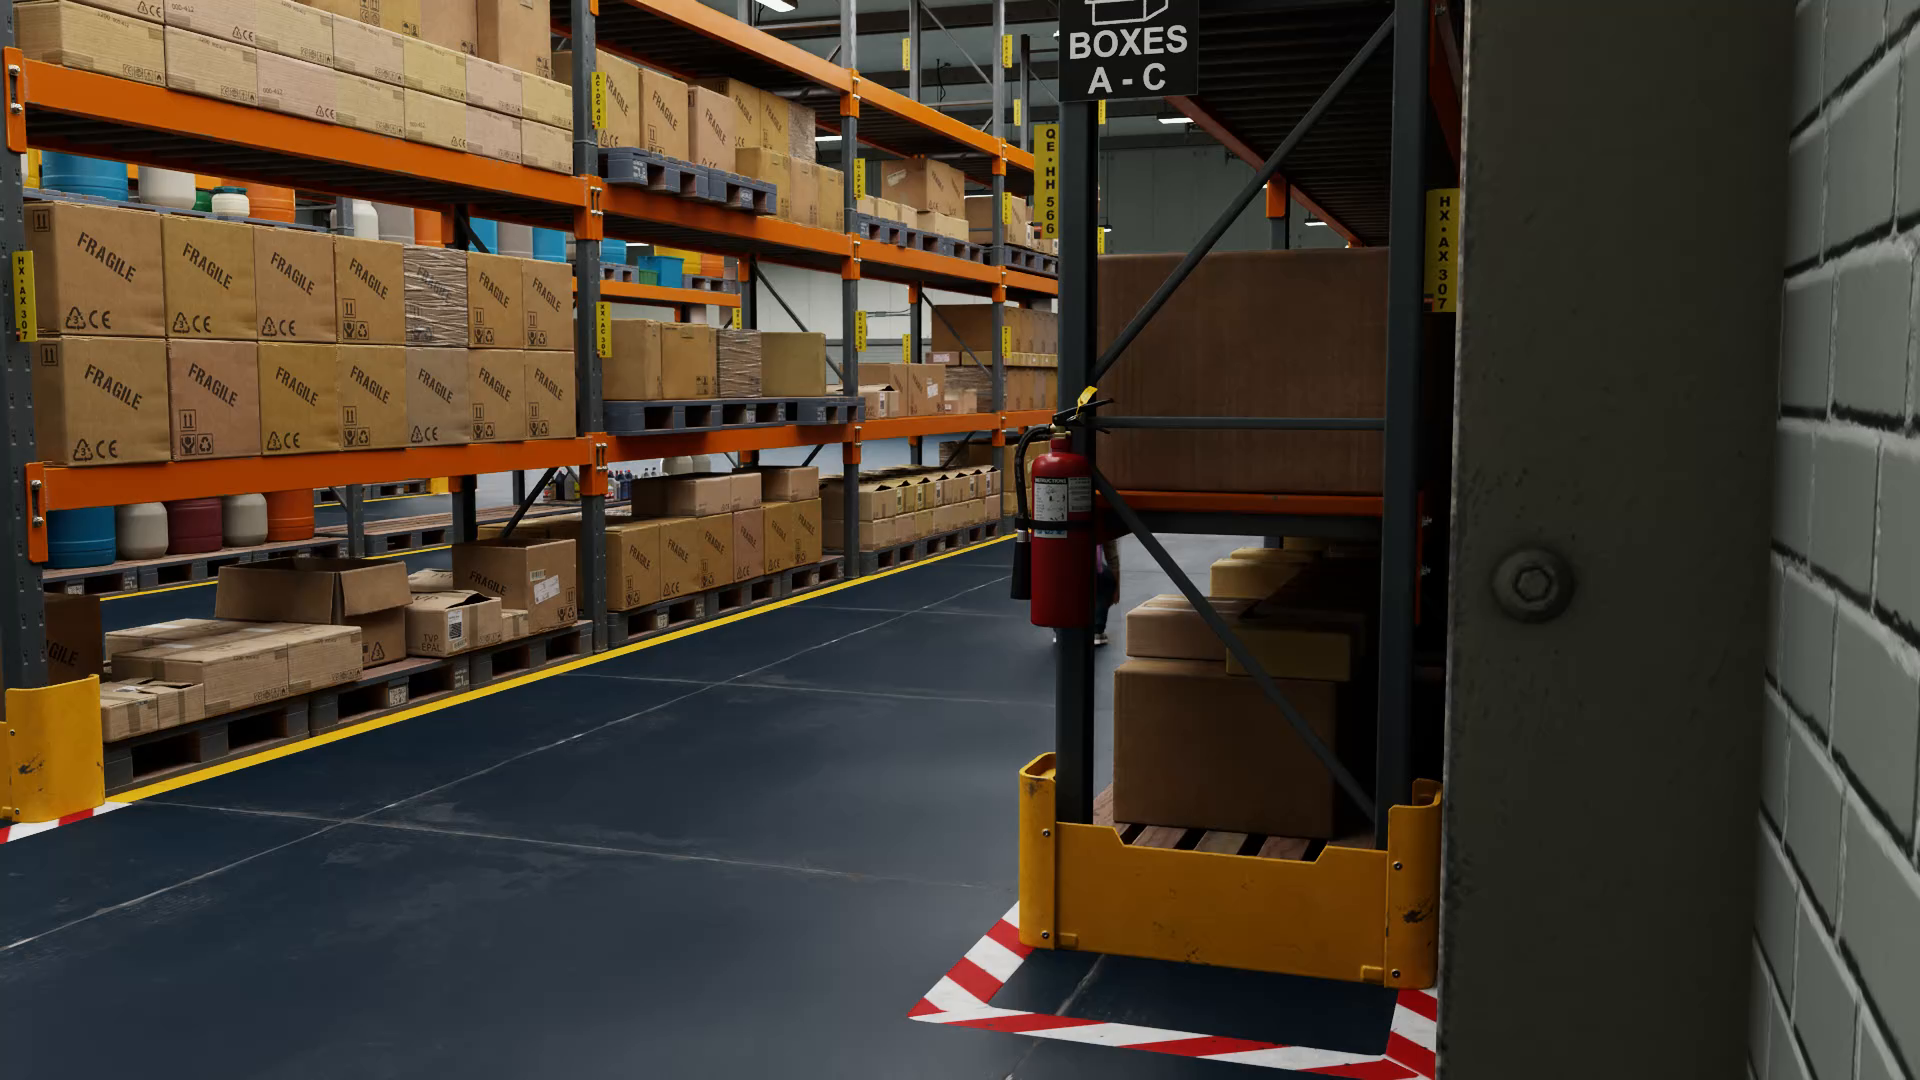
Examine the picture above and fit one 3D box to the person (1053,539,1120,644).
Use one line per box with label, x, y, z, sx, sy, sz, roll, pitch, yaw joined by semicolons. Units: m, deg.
person;0.749;0.162;10.423;0.452;0.961;0.782;2;6;18
